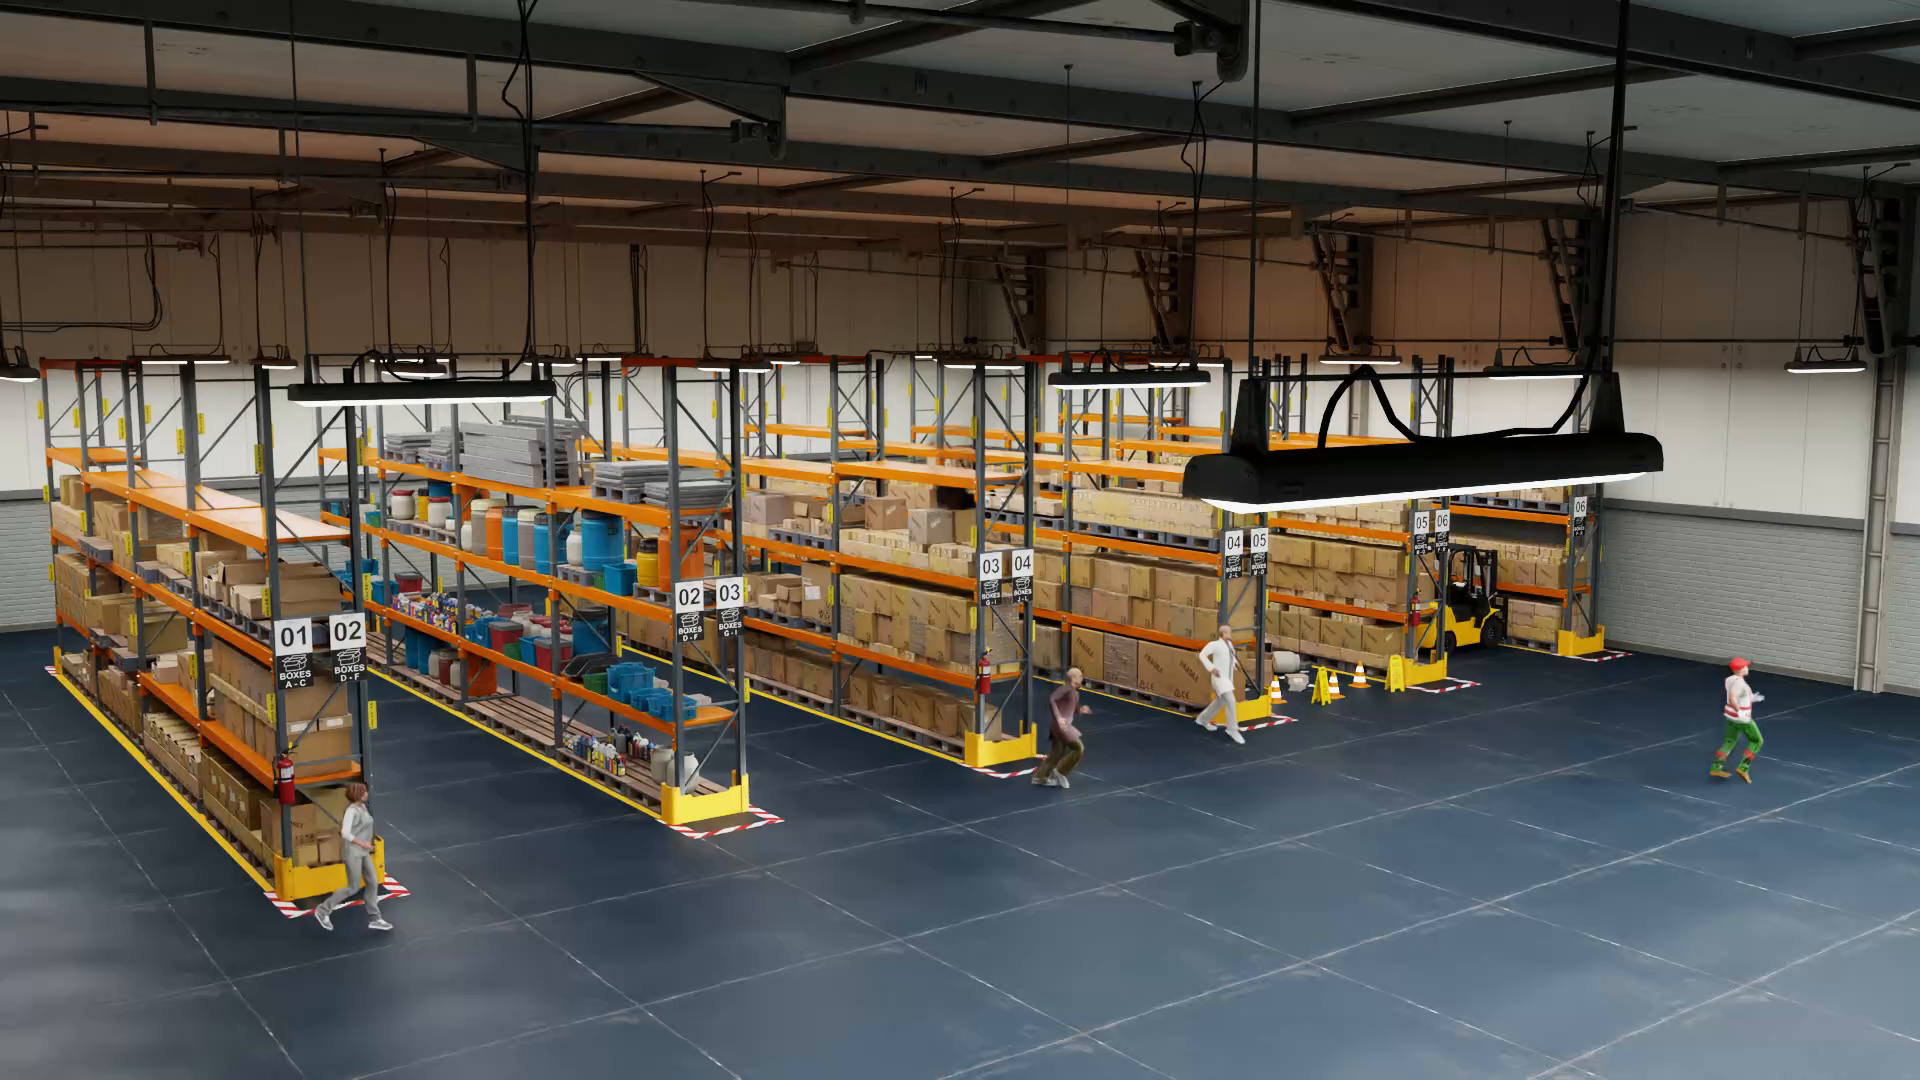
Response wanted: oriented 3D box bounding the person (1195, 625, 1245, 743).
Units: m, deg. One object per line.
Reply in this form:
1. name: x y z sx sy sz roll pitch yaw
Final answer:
1. person: 4.221 2.263 26.611 1.004 1.806 0.706 5 8 34

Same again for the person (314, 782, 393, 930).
1. person: -6.509 3.393 17.943 0.803 1.564 0.606 0 7 -4

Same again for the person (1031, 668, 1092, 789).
1. person: 1.450 2.677 23.663 0.845 1.731 0.745 1 7 10

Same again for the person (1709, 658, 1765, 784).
1. person: 11.181 2.588 23.843 0.735 1.817 0.641 0 7 -3
